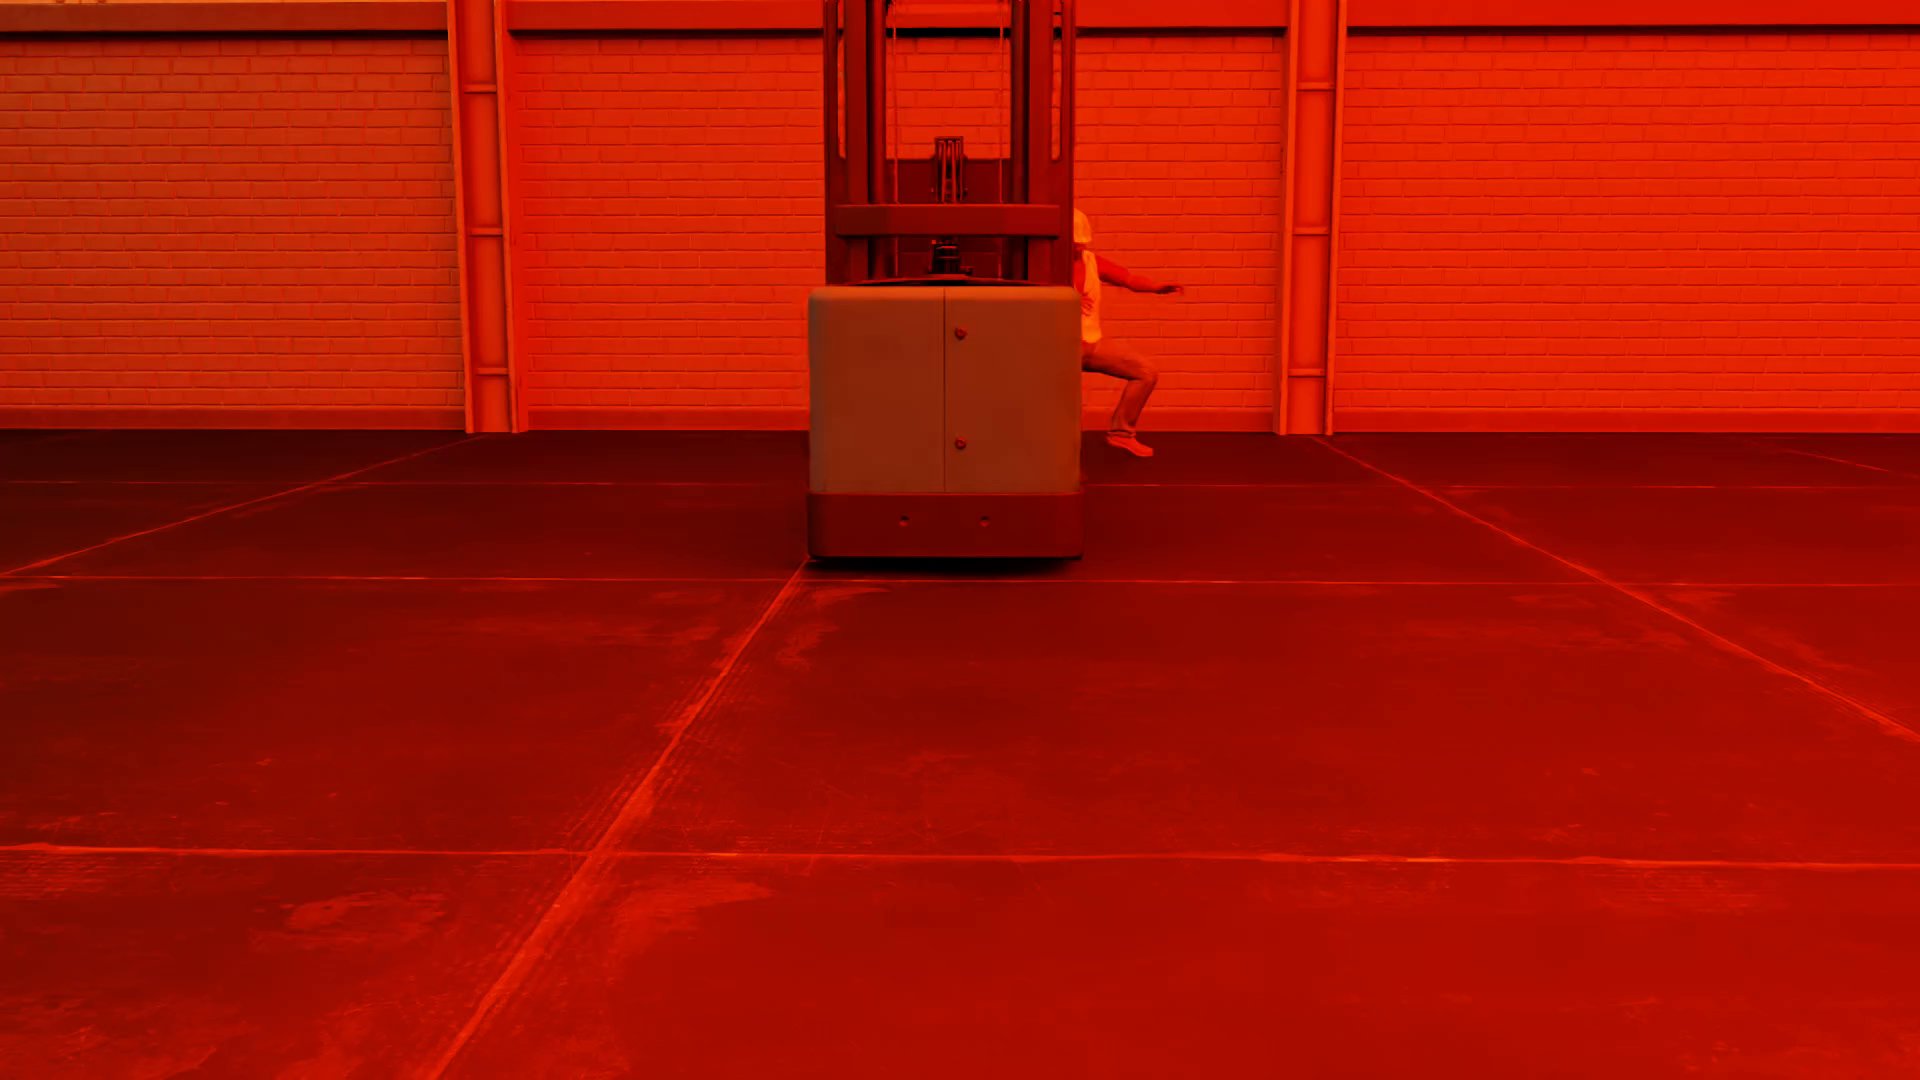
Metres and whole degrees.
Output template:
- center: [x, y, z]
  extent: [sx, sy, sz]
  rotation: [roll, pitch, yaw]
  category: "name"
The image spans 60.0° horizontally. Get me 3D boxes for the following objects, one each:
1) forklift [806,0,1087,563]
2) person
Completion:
- center: [-0.044, -1.541, 7.511]
  extent: [1.130, 2.935, 3.031]
  rotation: [0, 9, 0]
  category: "forklift"
- center: [0.798, -1.218, 10.037]
  extent: [1.062, 1.535, 0.758]
  rotation: [-5, 10, -28]
  category: "person"
